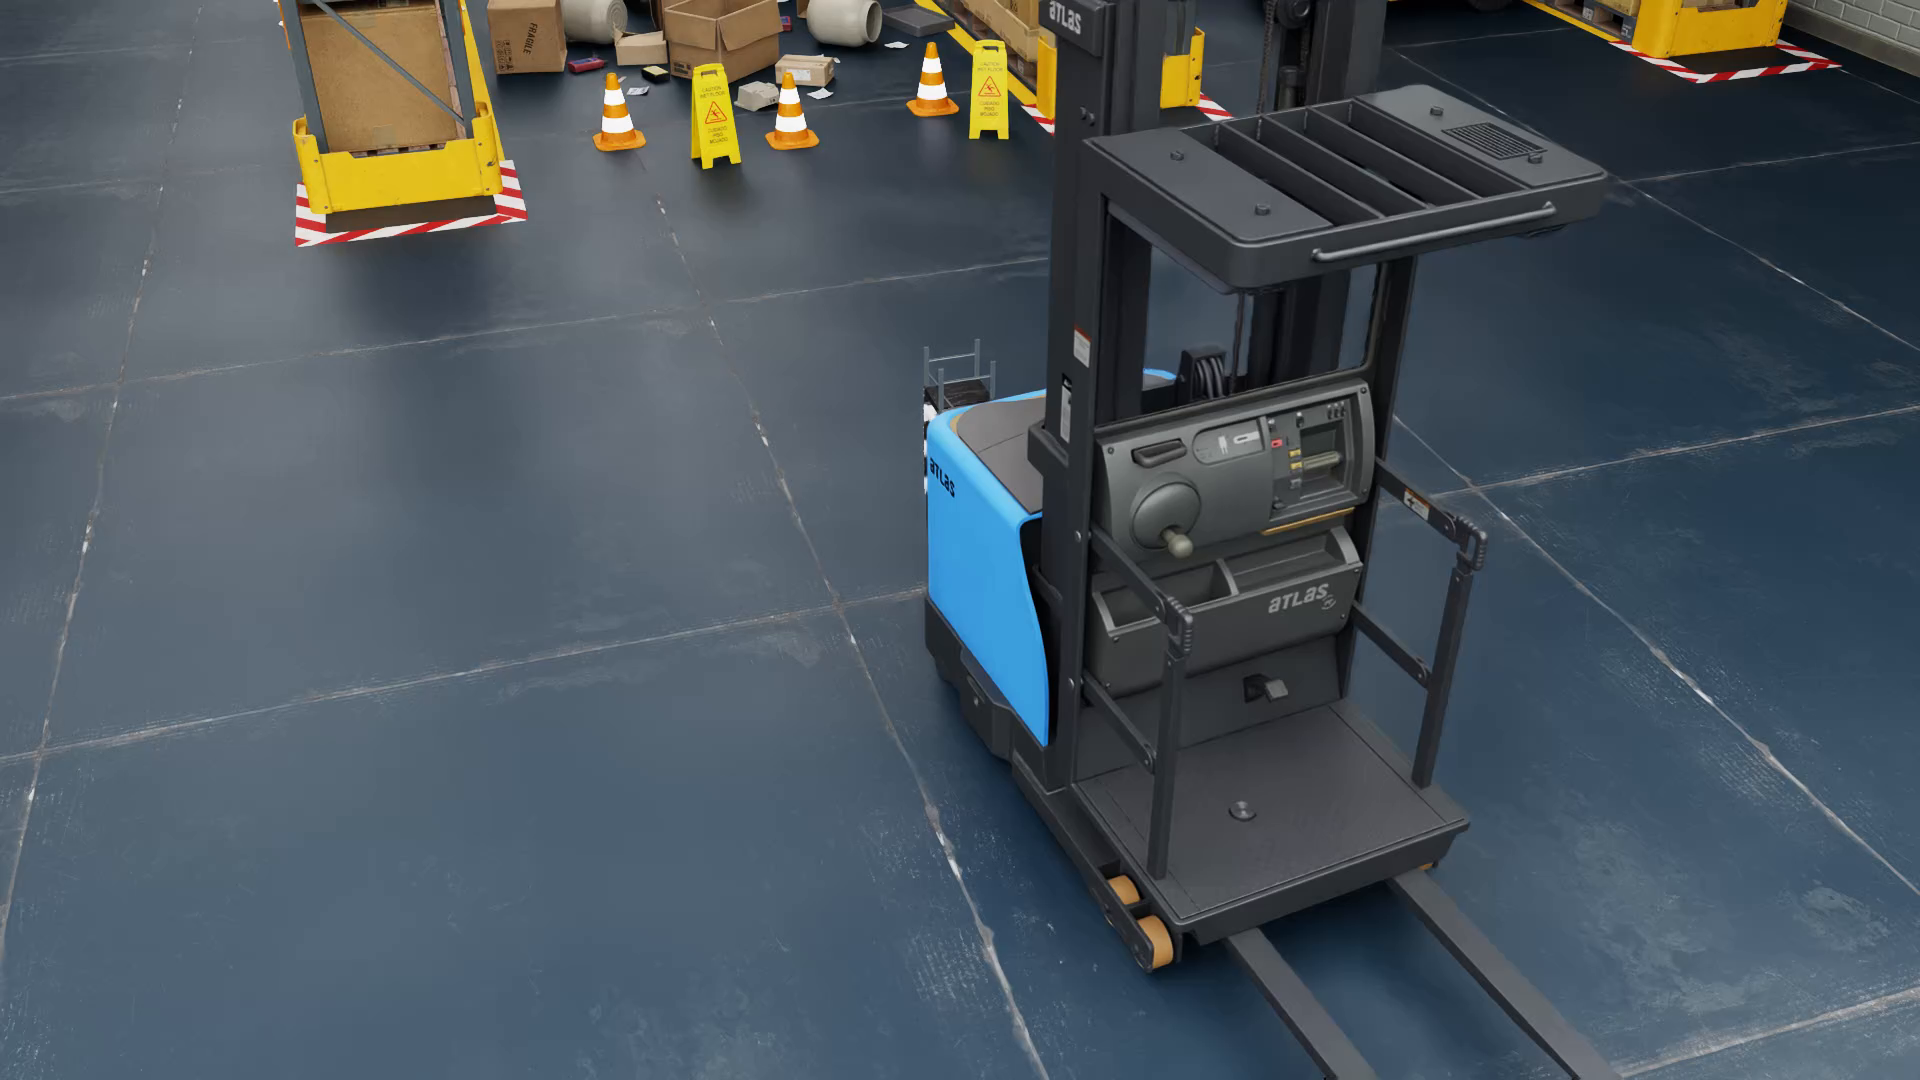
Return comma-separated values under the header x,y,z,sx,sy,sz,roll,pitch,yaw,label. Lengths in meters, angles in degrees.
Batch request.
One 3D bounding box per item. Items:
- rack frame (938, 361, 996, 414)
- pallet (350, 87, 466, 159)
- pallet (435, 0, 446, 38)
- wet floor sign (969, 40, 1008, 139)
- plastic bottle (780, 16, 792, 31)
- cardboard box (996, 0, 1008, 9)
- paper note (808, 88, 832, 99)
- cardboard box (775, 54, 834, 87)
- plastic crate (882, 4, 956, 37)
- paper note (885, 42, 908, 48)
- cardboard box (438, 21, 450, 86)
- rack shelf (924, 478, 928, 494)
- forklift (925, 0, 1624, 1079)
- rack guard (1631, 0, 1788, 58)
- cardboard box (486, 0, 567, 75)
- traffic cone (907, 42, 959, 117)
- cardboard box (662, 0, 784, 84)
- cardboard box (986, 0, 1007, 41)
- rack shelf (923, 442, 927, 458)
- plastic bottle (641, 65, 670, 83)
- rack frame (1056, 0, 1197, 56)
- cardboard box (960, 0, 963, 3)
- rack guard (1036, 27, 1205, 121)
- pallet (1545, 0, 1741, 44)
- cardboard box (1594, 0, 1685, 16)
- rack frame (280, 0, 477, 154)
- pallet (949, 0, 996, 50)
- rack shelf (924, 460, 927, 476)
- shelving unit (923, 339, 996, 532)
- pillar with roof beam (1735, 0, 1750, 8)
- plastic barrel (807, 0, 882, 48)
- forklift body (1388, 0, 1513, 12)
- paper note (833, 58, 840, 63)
x,y,z,sx,sy,sz,roll,pitch,yaw,label
0.029,-0.326,6.928,0.240,0.900,0.006,-10,35,-15,rack frame
-3.838,-2.705,11.153,1.003,0.211,1.213,-10,35,-15,pallet
-4.582,-3.987,13.091,1.003,0.211,1.213,-10,35,-15,pallet
0.203,-3.086,11.334,0.267,0.644,0.232,1,33,2,wet floor sign
-1.449,-4.229,13.594,0.133,0.061,0.283,-4,34,-6,plastic bottle
0.508,-4.339,12.528,0.500,0.500,0.500,-9,34,-13,cardboard box
-1.020,-3.271,12.172,0.148,0.019,0.142,-23,40,-31,paper note
-1.160,-3.506,12.421,0.380,0.149,0.250,7,34,10,cardboard box
-0.359,-4.267,13.636,0.402,0.080,0.583,-23,40,-31,plastic crate
-0.500,-3.921,13.156,0.142,0.019,0.148,-23,40,-31,paper note
-4.060,-3.557,11.459,0.875,0.875,0.875,-11,35,-15,cardboard box
-0.002,-0.202,7.126,0.258,0.077,0.200,-10,35,-15,rack shelf
0.935,-0.152,4.821,1.130,2.935,3.031,-14,36,-20,forklift
5.897,-4.129,13.045,1.175,0.500,0.348,-10,35,-15,rack guard
-3.289,-3.878,12.663,0.500,0.500,0.500,-4,34,-6,cardboard box
-0.196,-3.298,11.821,0.336,0.463,0.334,-10,35,-15,traffic cone
-1.783,-3.803,12.548,0.637,0.503,0.797,19,38,26,cardboard box
0.510,-4.028,12.738,0.500,0.250,0.500,-10,35,-15,cardboard box
-0.002,-0.352,7.027,0.258,0.077,0.200,-10,35,-15,rack shelf
-2.306,-3.512,12.510,0.133,0.061,0.283,-23,40,-31,plastic bottle
1.164,-4.348,11.109,1.000,3.000,0.127,-10,35,-15,rack frame
0.204,-4.564,13.549,0.500,0.250,0.500,-10,35,-15,cardboard box
1.140,-3.345,11.858,1.175,0.500,0.348,-10,35,-15,rack guard
5.616,-4.415,13.741,1.003,0.211,1.213,-10,35,-15,pallet
5.445,-4.406,13.310,0.500,0.250,0.500,-10,35,-14,cardboard box
-3.520,-3.462,9.769,1.000,3.000,0.127,-10,35,-15,rack frame
0.558,-4.296,13.560,1.003,0.211,1.213,-10,35,-15,pallet
-0.002,-0.277,7.076,0.258,0.077,0.200,-10,35,-15,rack shelf
-0.002,-0.380,7.008,0.258,0.900,0.210,-10,35,-15,shelving unit
2.436,-7.480,10.408,9.100,9.000,0.400,-10,35,-15,pillar with roof beam
-0.908,-4.103,13.075,0.512,0.421,0.421,13,36,18,plastic barrel
3.574,-5.519,13.651,2.313,2.155,1.214,-10,35,-15,forklift body
-0.955,-3.710,12.856,0.032,0.001,0.123,-10,35,-15,paper note
